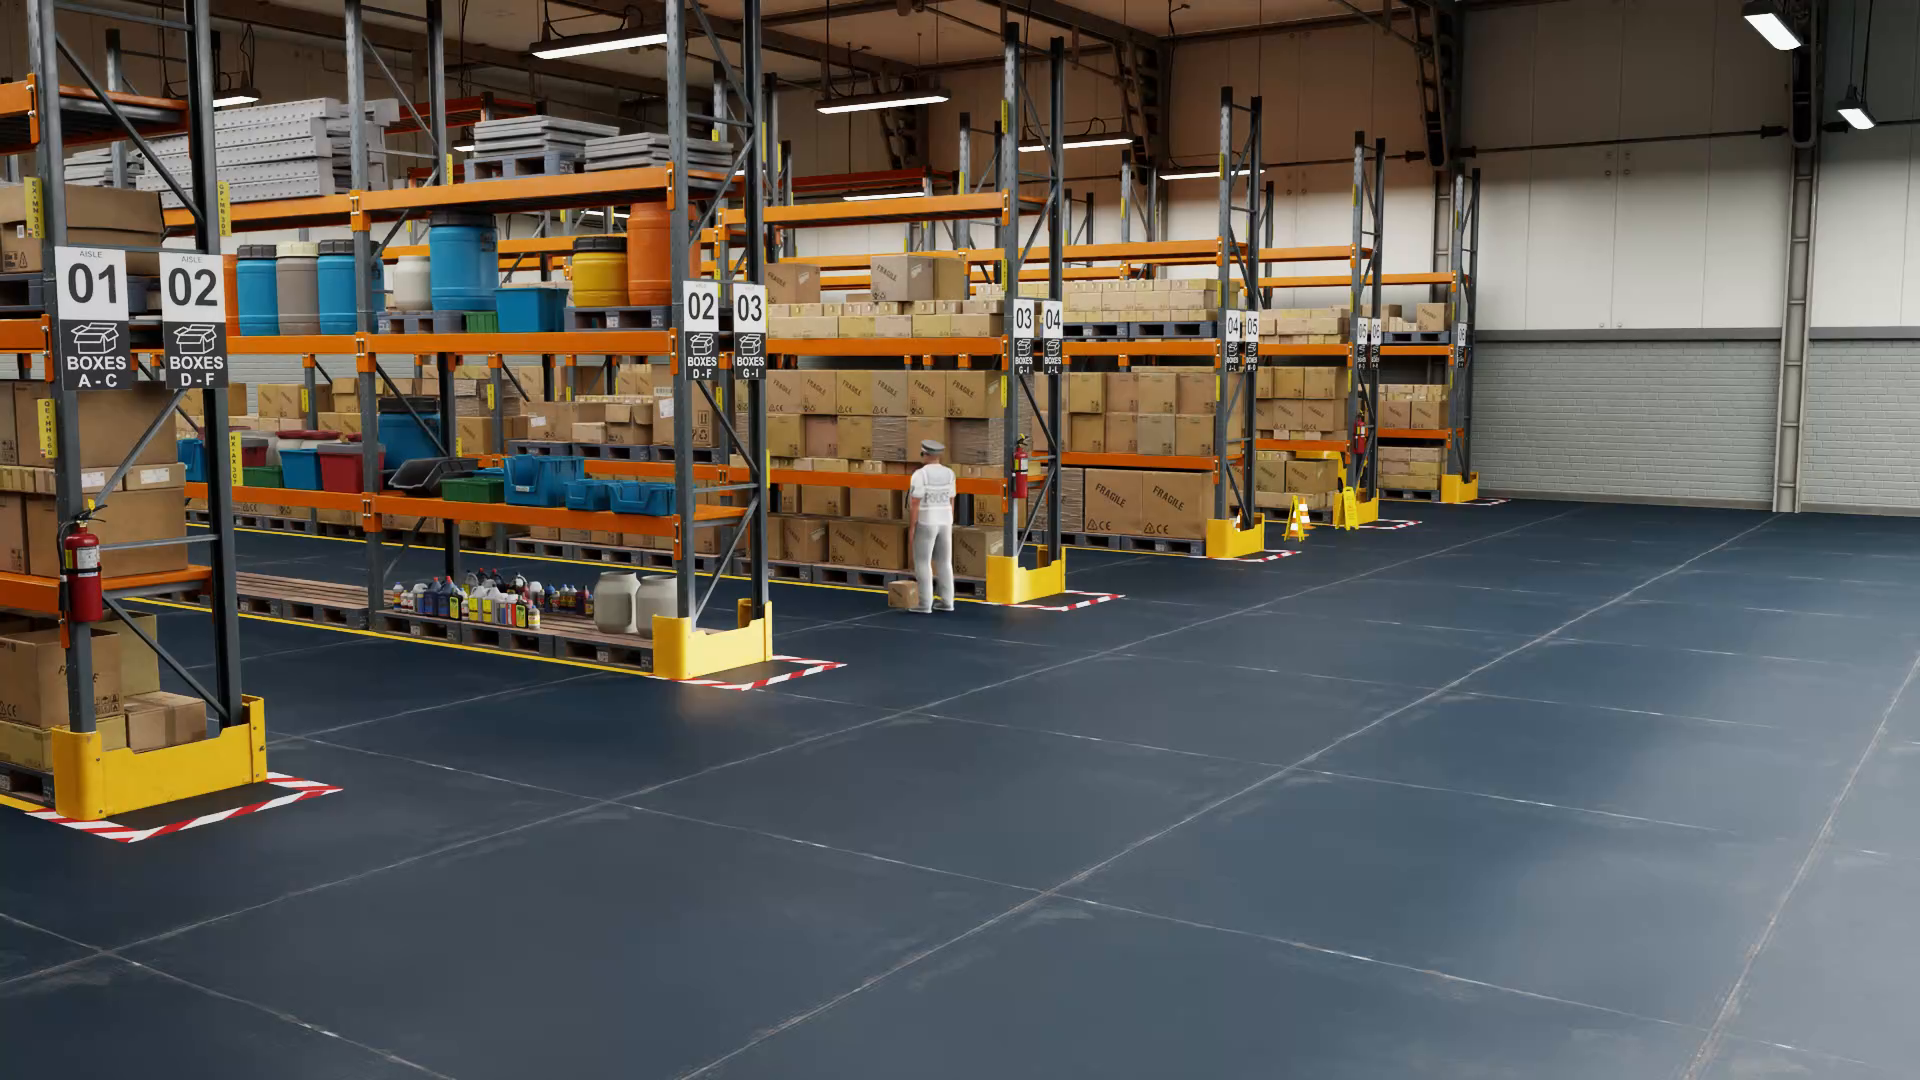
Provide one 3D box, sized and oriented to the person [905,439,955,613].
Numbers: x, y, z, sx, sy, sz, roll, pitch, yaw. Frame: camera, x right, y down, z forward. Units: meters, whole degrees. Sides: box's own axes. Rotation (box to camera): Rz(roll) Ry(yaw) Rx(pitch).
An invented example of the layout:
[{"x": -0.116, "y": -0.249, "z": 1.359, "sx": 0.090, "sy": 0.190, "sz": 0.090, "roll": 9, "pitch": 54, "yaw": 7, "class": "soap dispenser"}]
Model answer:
[{"x": -0.309, "y": -0.142, "z": 16.948, "sx": 0.525, "sy": 1.768, "sz": 0.394, "roll": -4, "pitch": 8, "yaw": -34, "class": "person"}]
